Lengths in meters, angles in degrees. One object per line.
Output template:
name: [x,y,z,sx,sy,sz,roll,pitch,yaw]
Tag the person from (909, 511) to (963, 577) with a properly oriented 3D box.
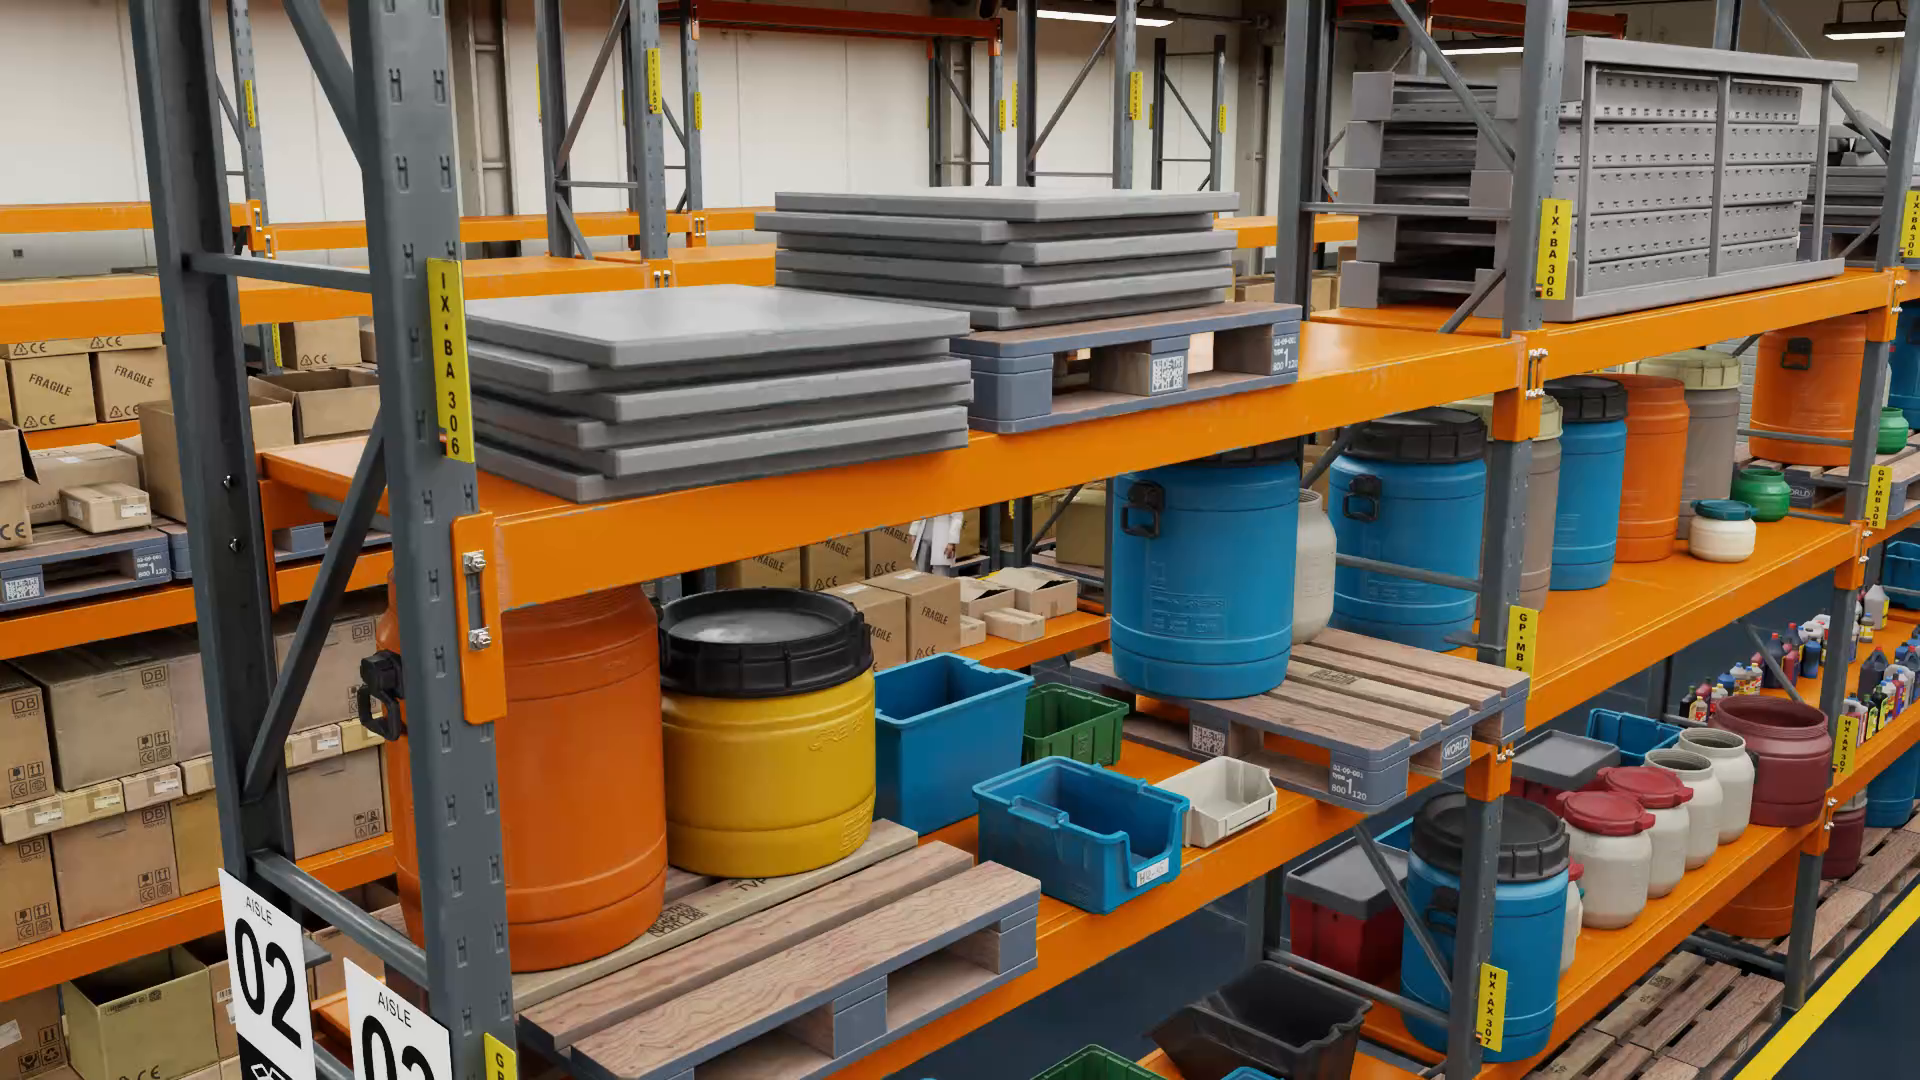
person: [-0.254,0.003,16.515,0.644,1.773,0.425,12,18,40]
